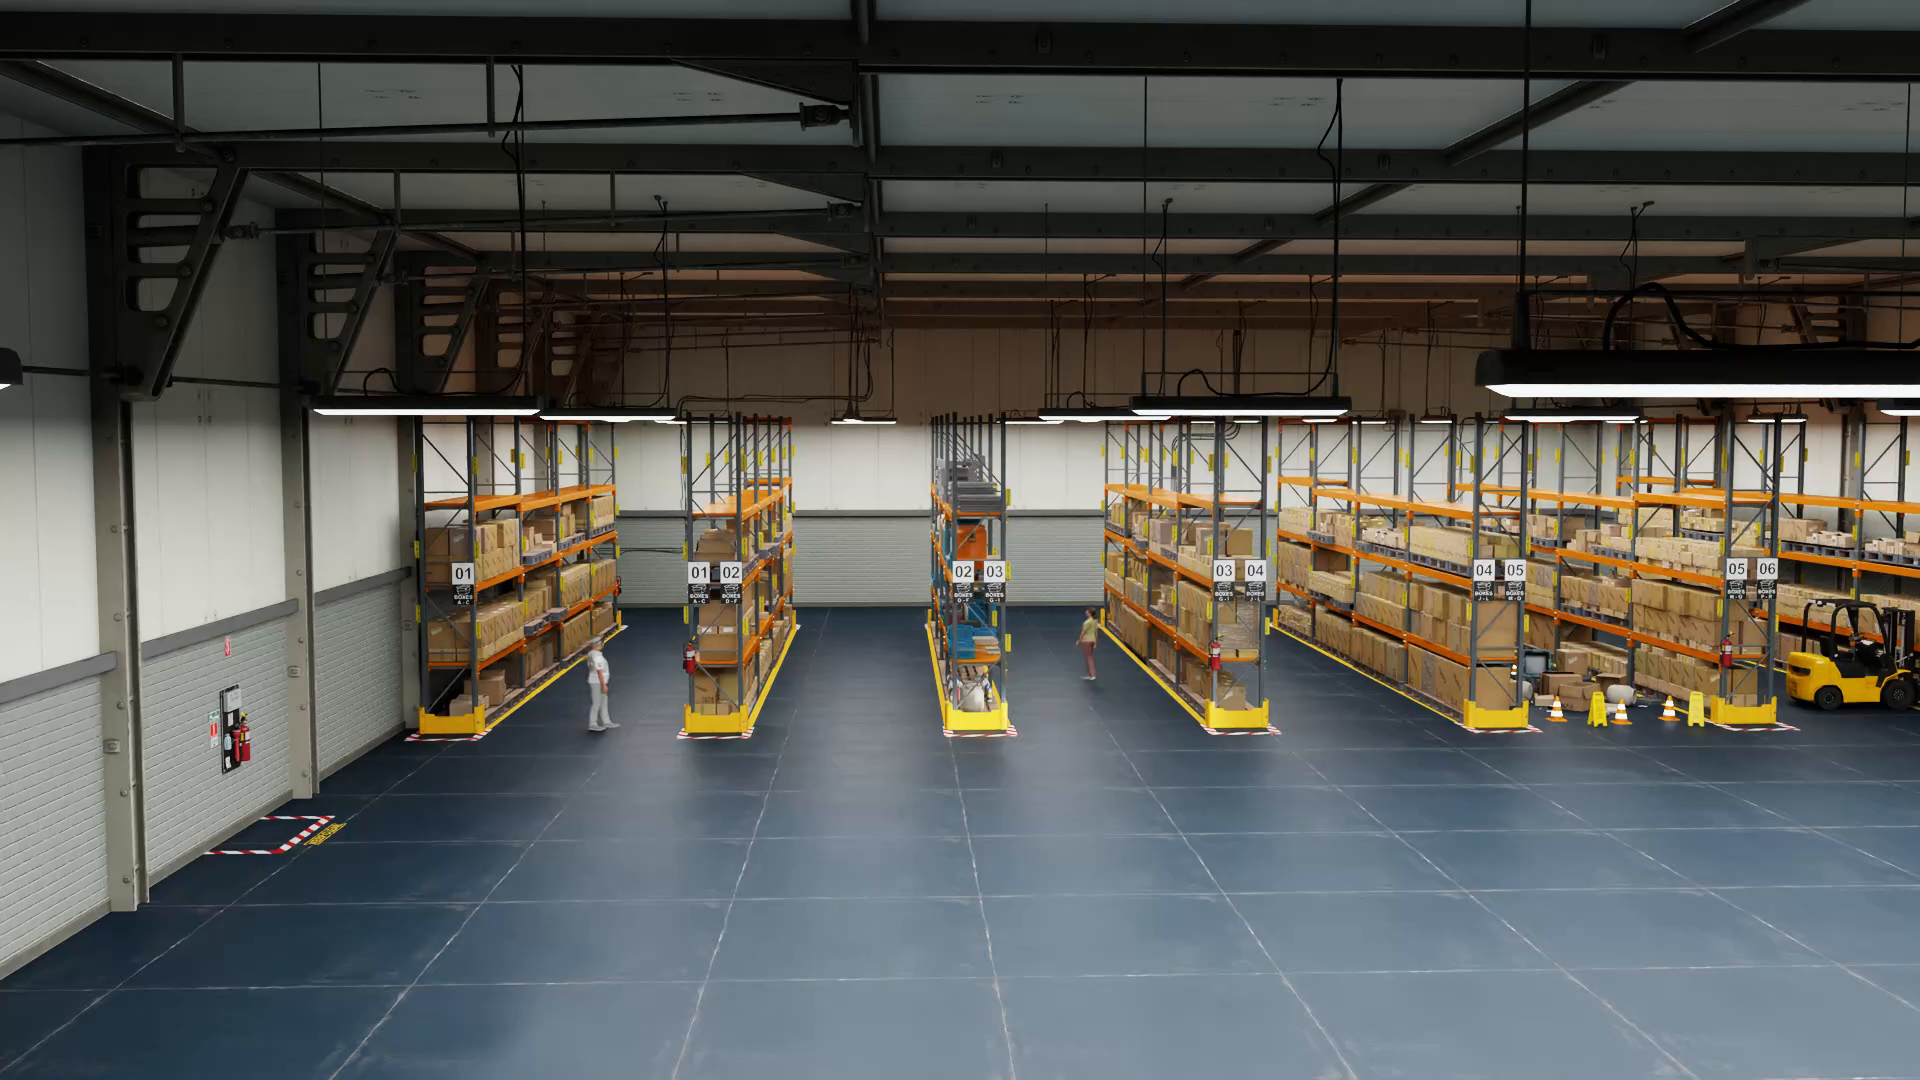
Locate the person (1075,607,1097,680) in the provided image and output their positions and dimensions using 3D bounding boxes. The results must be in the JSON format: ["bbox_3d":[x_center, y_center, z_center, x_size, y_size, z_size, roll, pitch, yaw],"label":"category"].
[{"bbox_3d":[2.878,2.354,37.552,0.481,1.716,0.530,-4,5,-43],"label":"person"}]

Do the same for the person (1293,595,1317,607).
[{"bbox_3d":[10.212,1.506,49.216,1.096,1.733,0.620,-1,4,-20],"label":"person"}]

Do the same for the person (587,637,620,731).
[{"bbox_3d":[-6.745,2.706,31.420,0.591,1.769,0.582,-1,4,-12],"label":"person"}]

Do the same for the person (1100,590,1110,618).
[{"bbox_3d":[4.574,1.540,48.870,0.979,1.678,0.669,2,5,32],"label":"person"}]
